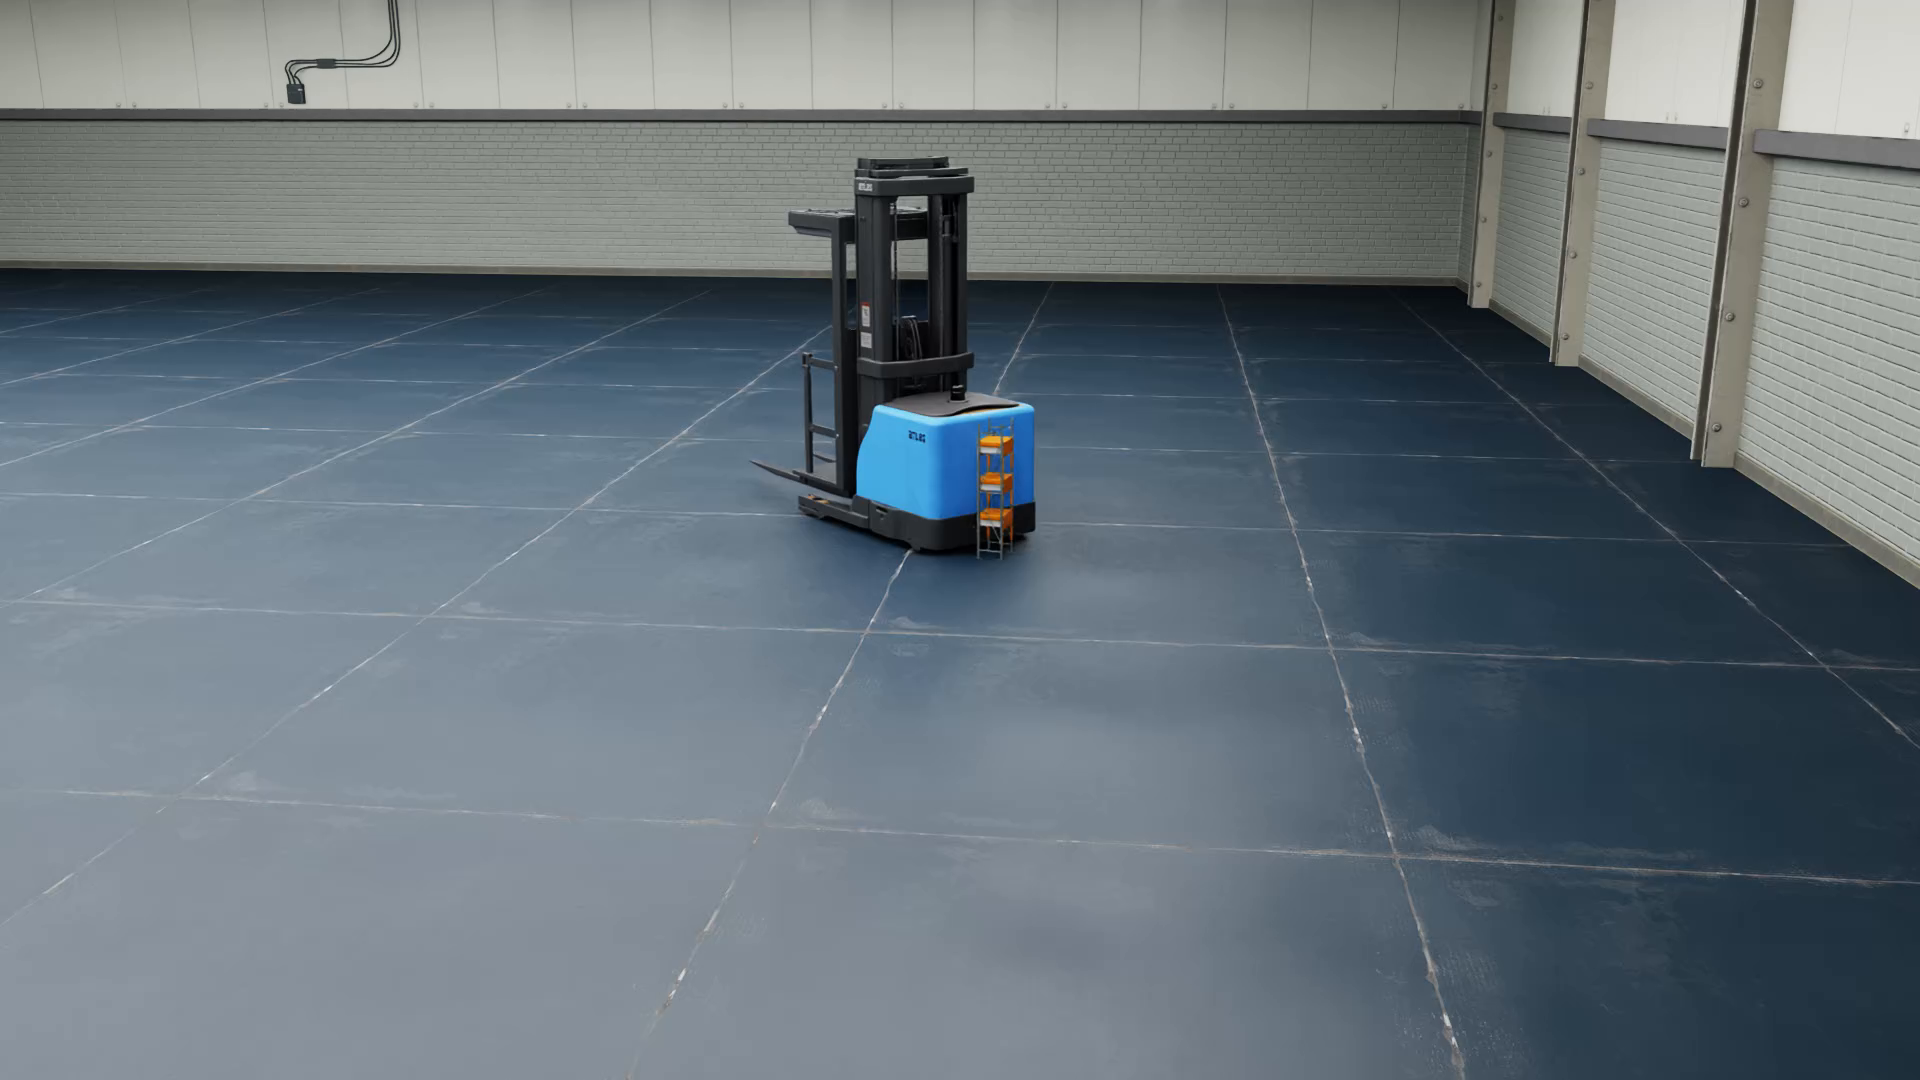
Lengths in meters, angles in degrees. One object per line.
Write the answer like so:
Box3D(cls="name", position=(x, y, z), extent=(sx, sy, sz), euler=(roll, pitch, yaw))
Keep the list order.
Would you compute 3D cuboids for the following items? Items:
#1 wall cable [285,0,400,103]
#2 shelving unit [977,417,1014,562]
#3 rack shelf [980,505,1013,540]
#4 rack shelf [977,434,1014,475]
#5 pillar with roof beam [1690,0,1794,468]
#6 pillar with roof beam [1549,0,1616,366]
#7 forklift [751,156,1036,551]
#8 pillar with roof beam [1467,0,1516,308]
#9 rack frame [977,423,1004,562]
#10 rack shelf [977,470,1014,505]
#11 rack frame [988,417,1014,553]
Box3D(cls="wall cable", position=(-11.670, -11.206, 30.848), extent=(2.305, 6.003, 0.169), euler=(2, 15, 6))
Box3D(cls="shelving unit", position=(0.267, -0.383, 12.568), extent=(0.215, 1.050, 0.252), euler=(5, 16, 19))
Box3D(cls="rack shelf", position=(0.267, -0.105, 12.643), extent=(0.215, 0.259, 0.240), euler=(5, 16, 19))
Box3D(cls="rack shelf", position=(0.267, -0.647, 12.496), extent=(0.215, 0.259, 0.240), euler=(5, 16, 19))
Box3D(cls="pillar with roof beam", position=(2.920, -5.209, 15.187), extent=(9.100, 9.000, 0.400), euler=(2, 15, 6))
Box3D(cls="pillar with roof beam", position=(3.597, -6.765, 20.942), extent=(9.100, 9.000, 0.400), euler=(2, 15, 6))
Box3D(cls="forklift", position=(-0.698, -1.653, 13.658), extent=(1.130, 2.935, 3.031), euler=(-11, 19, -36))
Box3D(cls="pillar with roof beam", position=(4.274, -8.321, 26.697), extent=(9.100, 9.000, 0.400), euler=(2, 15, 6))
Box3D(cls="rack frame", position=(0.226, -0.353, 12.457), extent=(0.200, 1.050, 0.008), euler=(5, 16, 19))
Box3D(cls="rack shelf", position=(0.267, -0.373, 12.570), extent=(0.215, 0.259, 0.240), euler=(5, 16, 19))
Box3D(cls="rack frame", position=(0.308, -0.413, 12.679), extent=(0.200, 1.050, 0.008), euler=(5, 16, 19))
